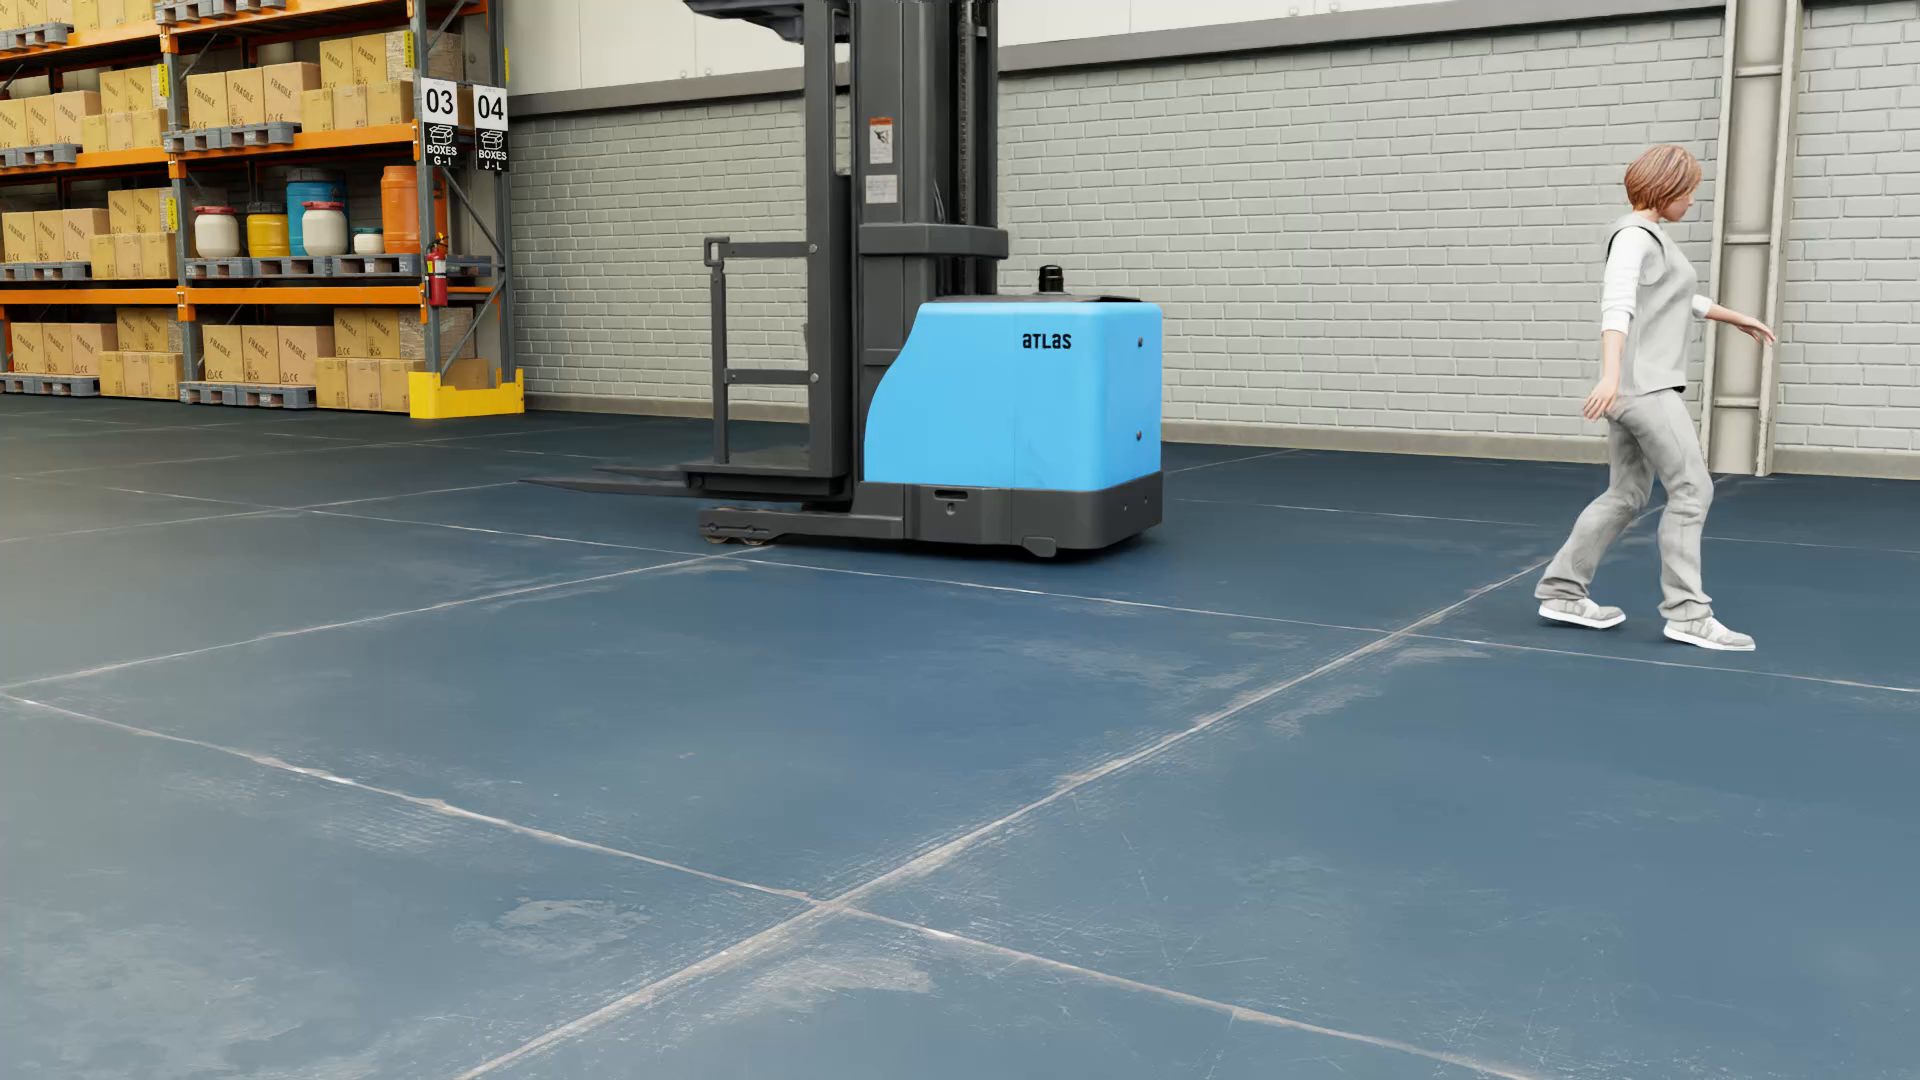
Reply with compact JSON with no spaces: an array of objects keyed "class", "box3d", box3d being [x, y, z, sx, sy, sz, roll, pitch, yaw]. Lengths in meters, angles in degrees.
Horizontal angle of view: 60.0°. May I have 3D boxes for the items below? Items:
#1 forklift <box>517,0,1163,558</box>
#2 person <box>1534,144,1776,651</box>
[{"class":"forklift","box3d":[-0.634,-1.487,7.648,3.031,2.935,1.130,3,9,22]},{"class":"person","box3d":[2.219,-0.449,5.278,0.701,1.573,0.826,3,9,22]}]
